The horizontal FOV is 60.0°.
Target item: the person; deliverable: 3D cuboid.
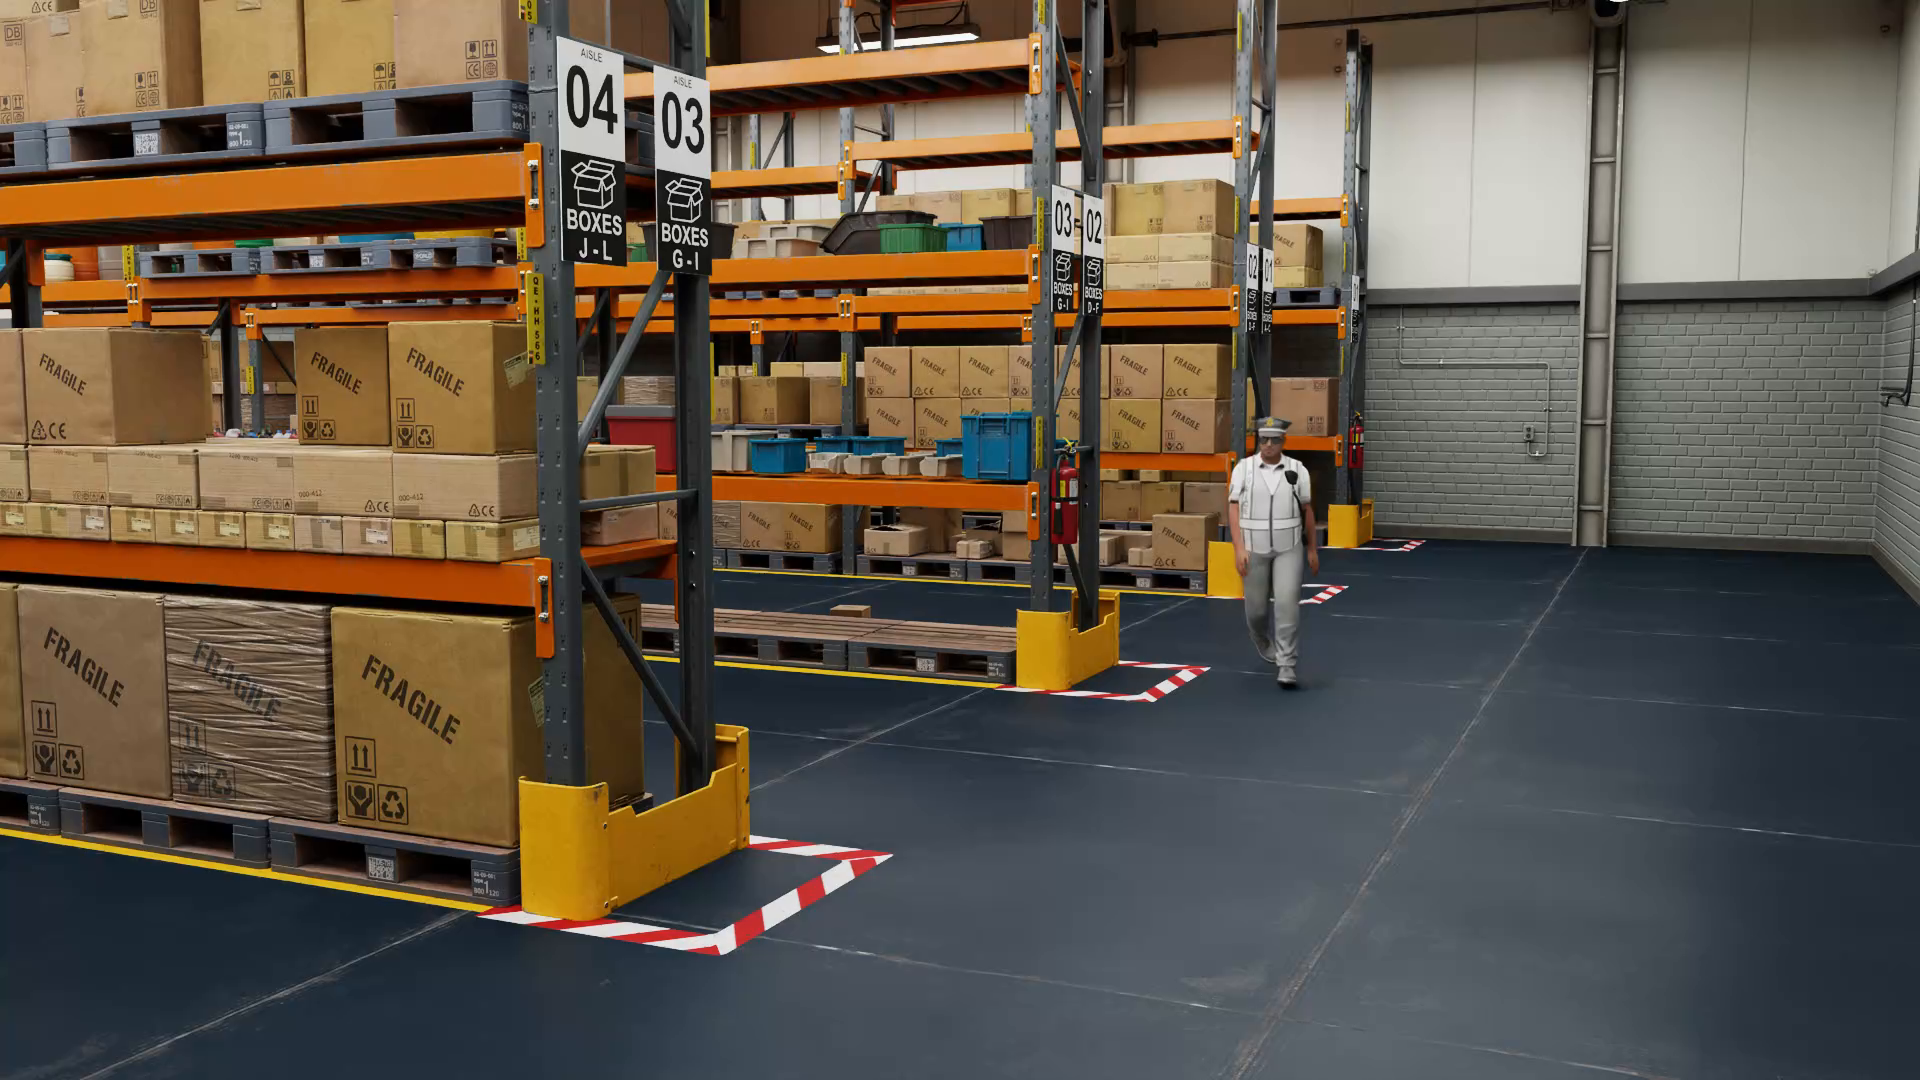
[{"bbox_3d":[2.069,0.045,10.974,0.594,1.720,0.821,1,6,14],"label":"person"}]
